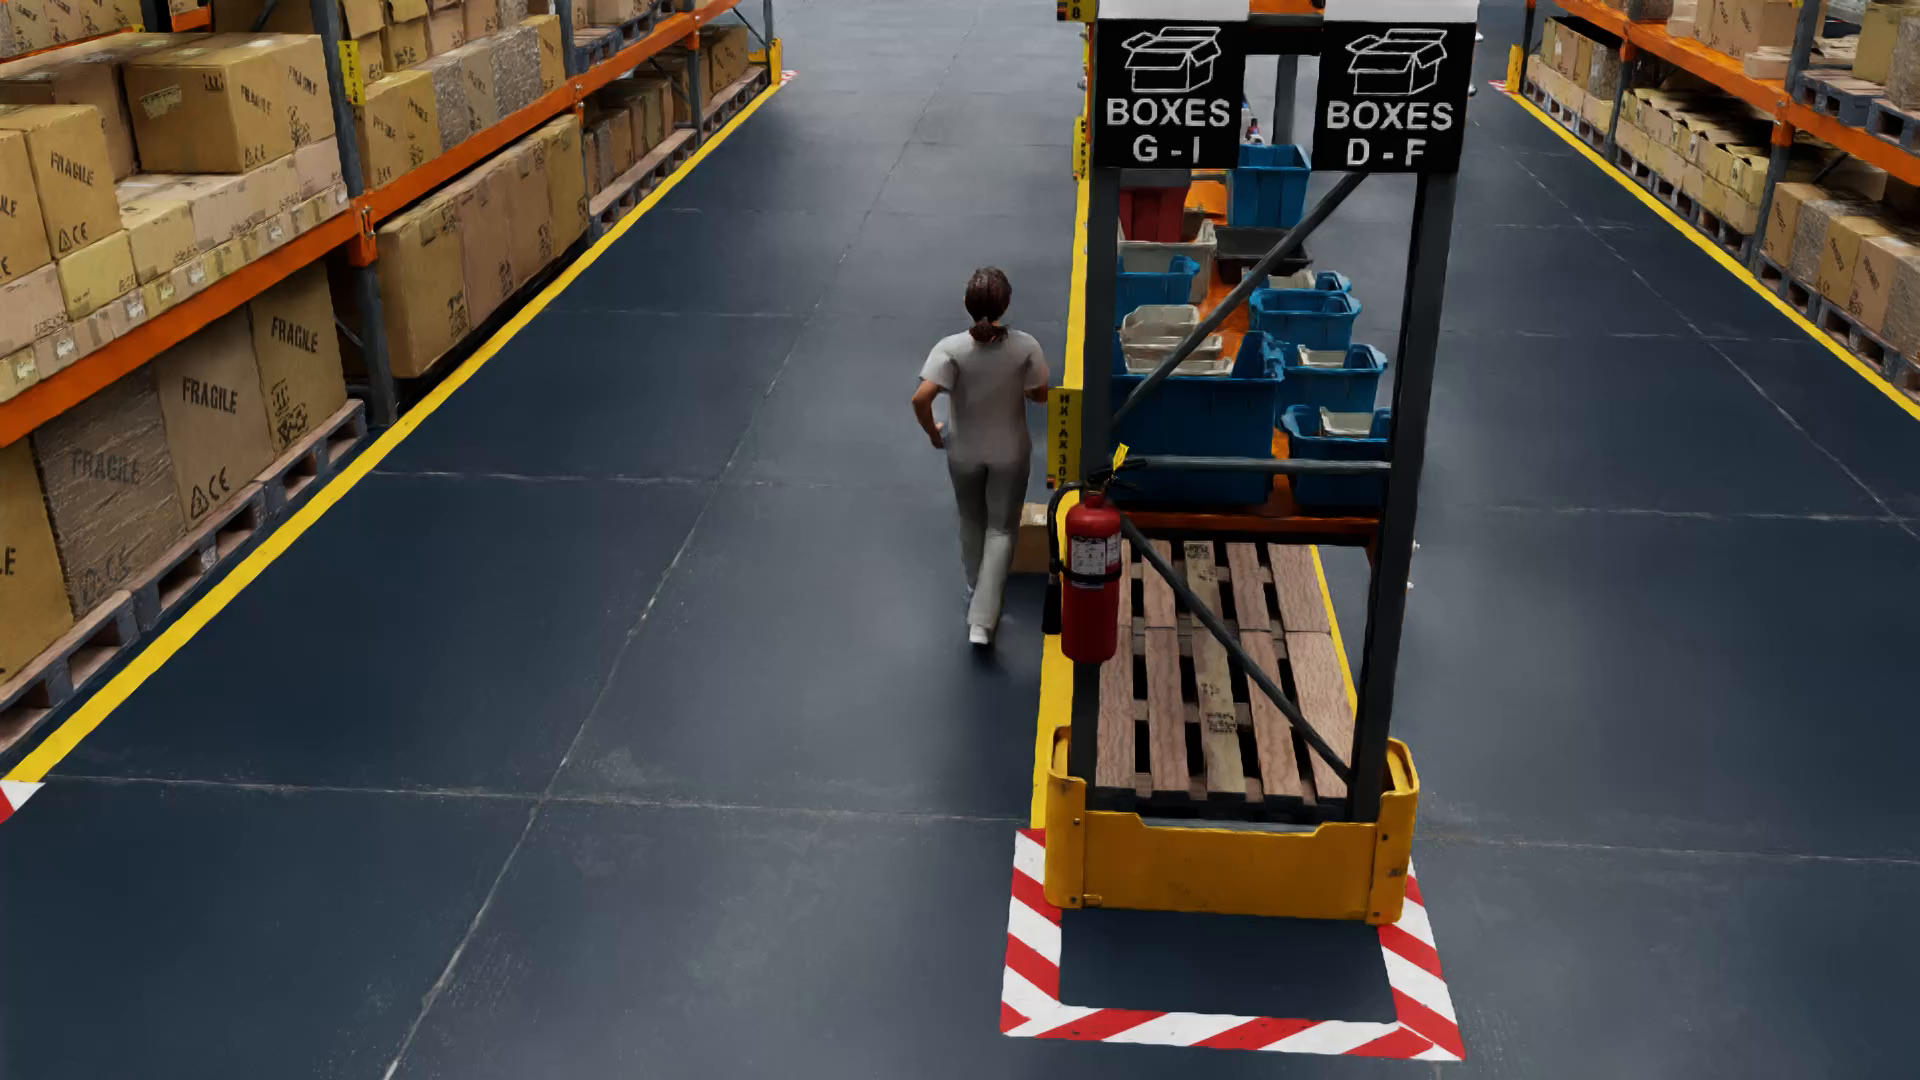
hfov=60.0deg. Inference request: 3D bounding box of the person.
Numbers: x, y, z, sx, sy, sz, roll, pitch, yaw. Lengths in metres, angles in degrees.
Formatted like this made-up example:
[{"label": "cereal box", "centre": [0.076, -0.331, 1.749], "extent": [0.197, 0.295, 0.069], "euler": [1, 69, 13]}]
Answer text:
[{"label": "person", "centre": [0.120, -0.391, 6.980], "extent": [0.527, 1.647, 0.797], "euler": [3, 25, 7]}]
